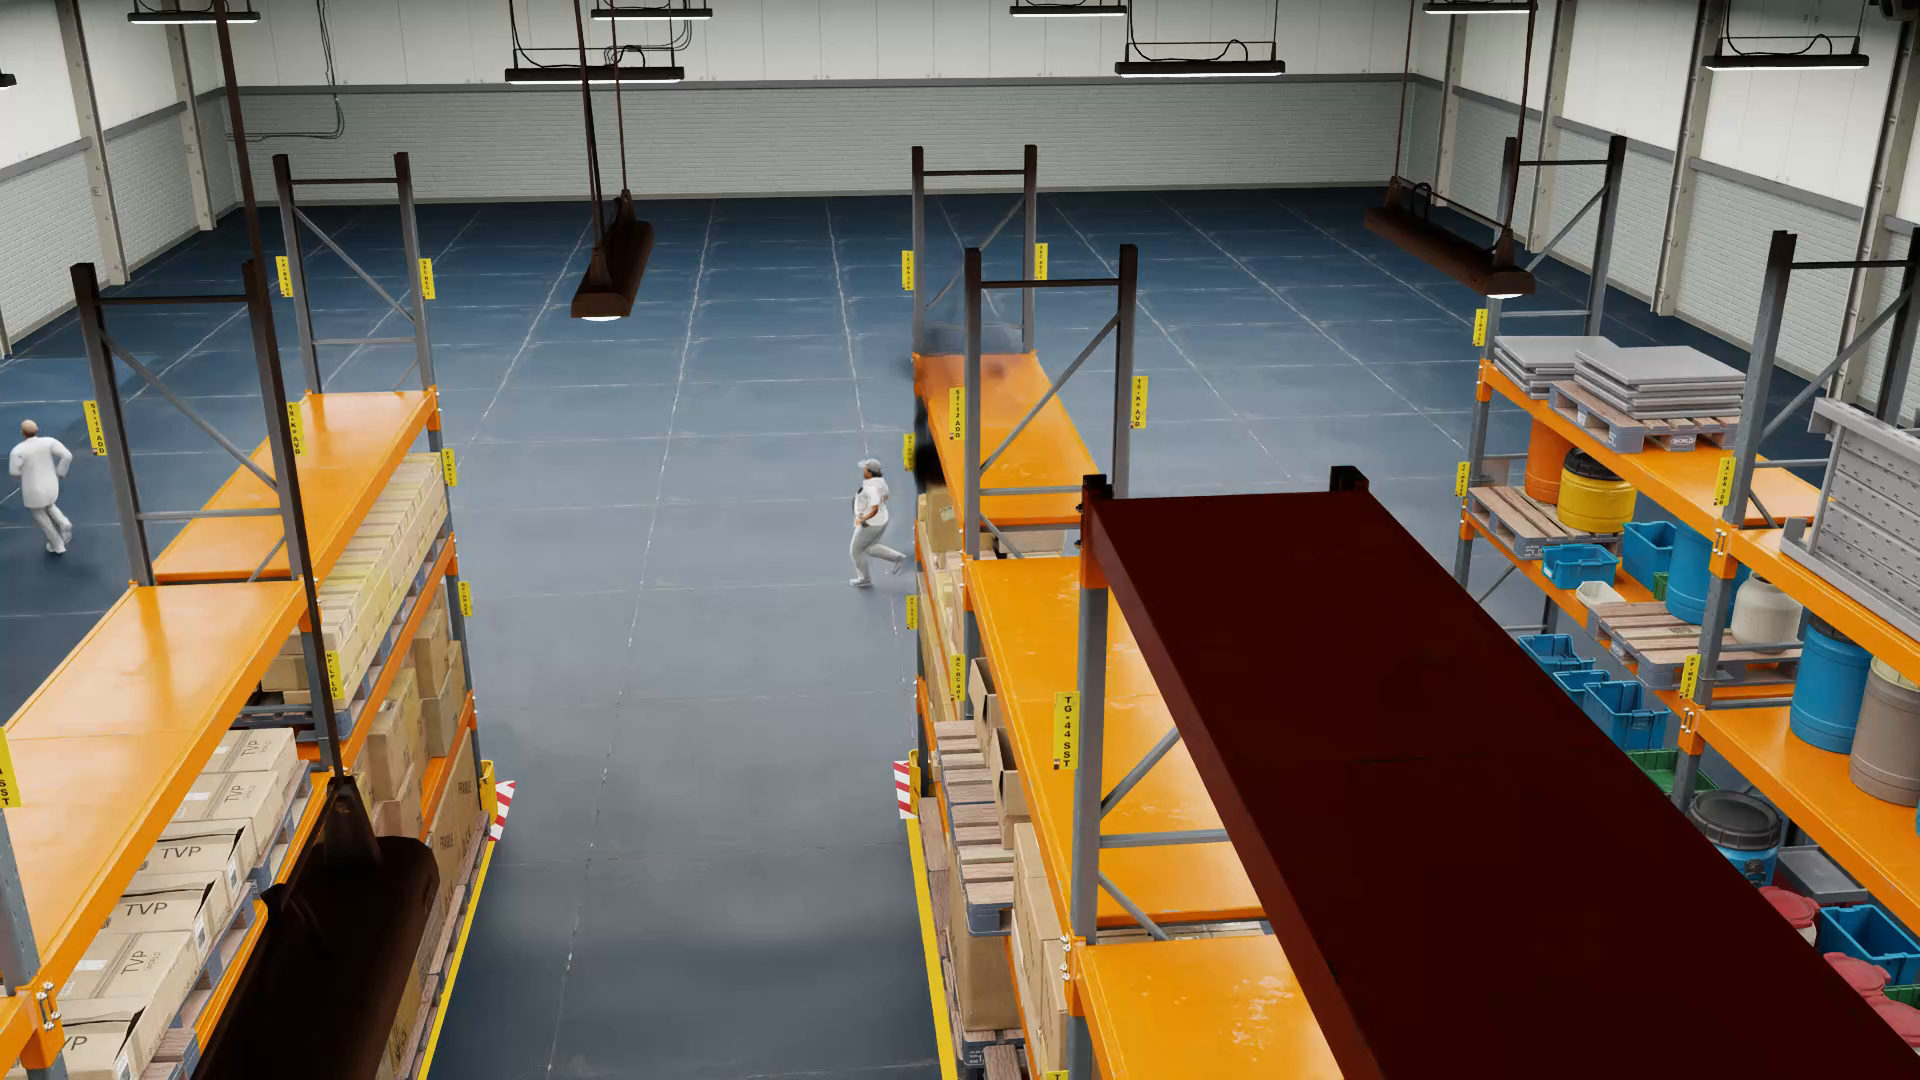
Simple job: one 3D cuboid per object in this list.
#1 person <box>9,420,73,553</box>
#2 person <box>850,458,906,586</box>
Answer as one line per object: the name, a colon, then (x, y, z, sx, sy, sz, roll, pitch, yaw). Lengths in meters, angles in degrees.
person: (-11.654, -0.665, 21.073, 0.620, 1.652, 0.699, 15, 26, 34)
person: (-1.016, -0.188, 19.953, 0.685, 1.626, 0.607, 6, 22, 15)
